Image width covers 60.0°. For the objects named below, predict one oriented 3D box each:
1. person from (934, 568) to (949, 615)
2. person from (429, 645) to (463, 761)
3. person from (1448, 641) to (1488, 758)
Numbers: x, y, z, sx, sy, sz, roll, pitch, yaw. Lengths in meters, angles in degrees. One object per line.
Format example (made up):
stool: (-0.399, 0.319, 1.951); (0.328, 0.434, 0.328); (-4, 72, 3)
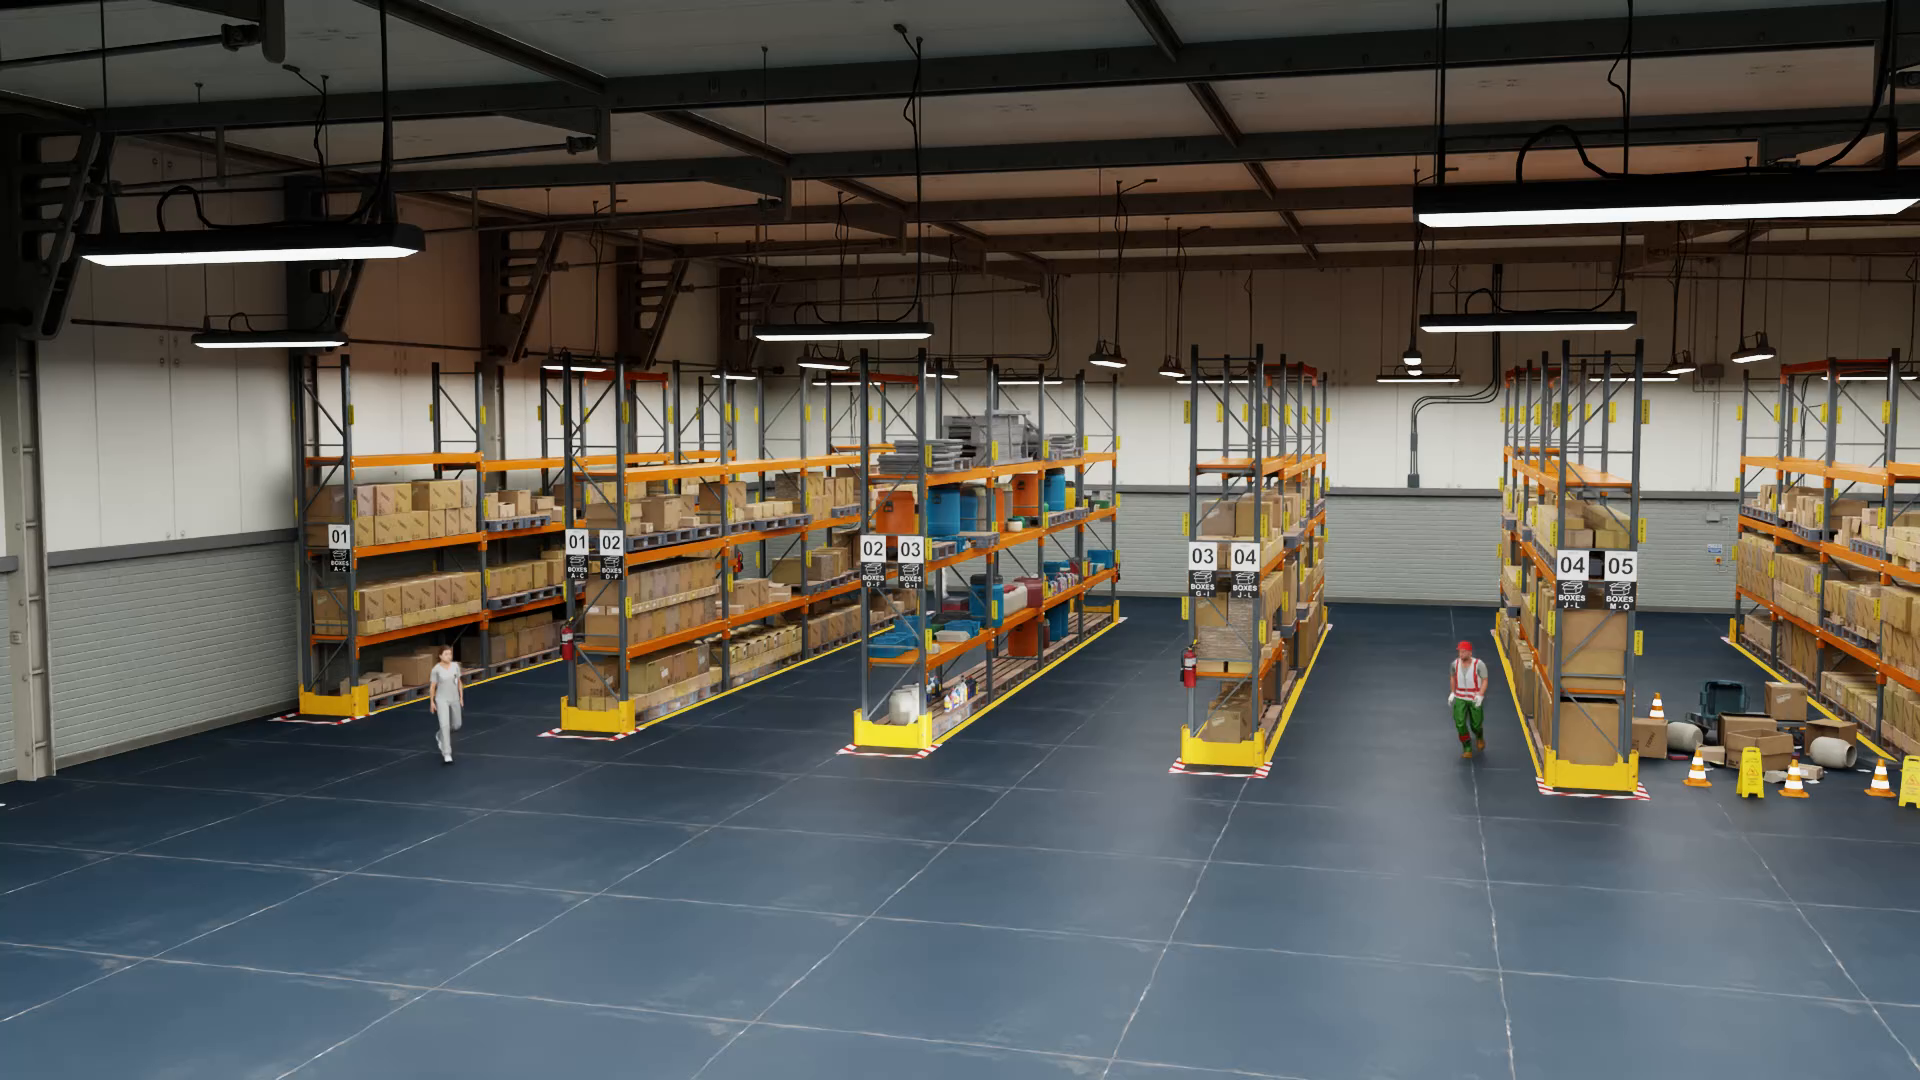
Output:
person: (-0.496, 1.219, 39.302); (0.448, 1.677, 0.514); (-2, 5, -21)
person: (-7.490, 2.348, 24.239); (0.498, 1.649, 0.801); (-4, 6, -39)
person: (7.496, 2.320, 24.535); (0.592, 1.698, 0.796); (2, 5, 30)
